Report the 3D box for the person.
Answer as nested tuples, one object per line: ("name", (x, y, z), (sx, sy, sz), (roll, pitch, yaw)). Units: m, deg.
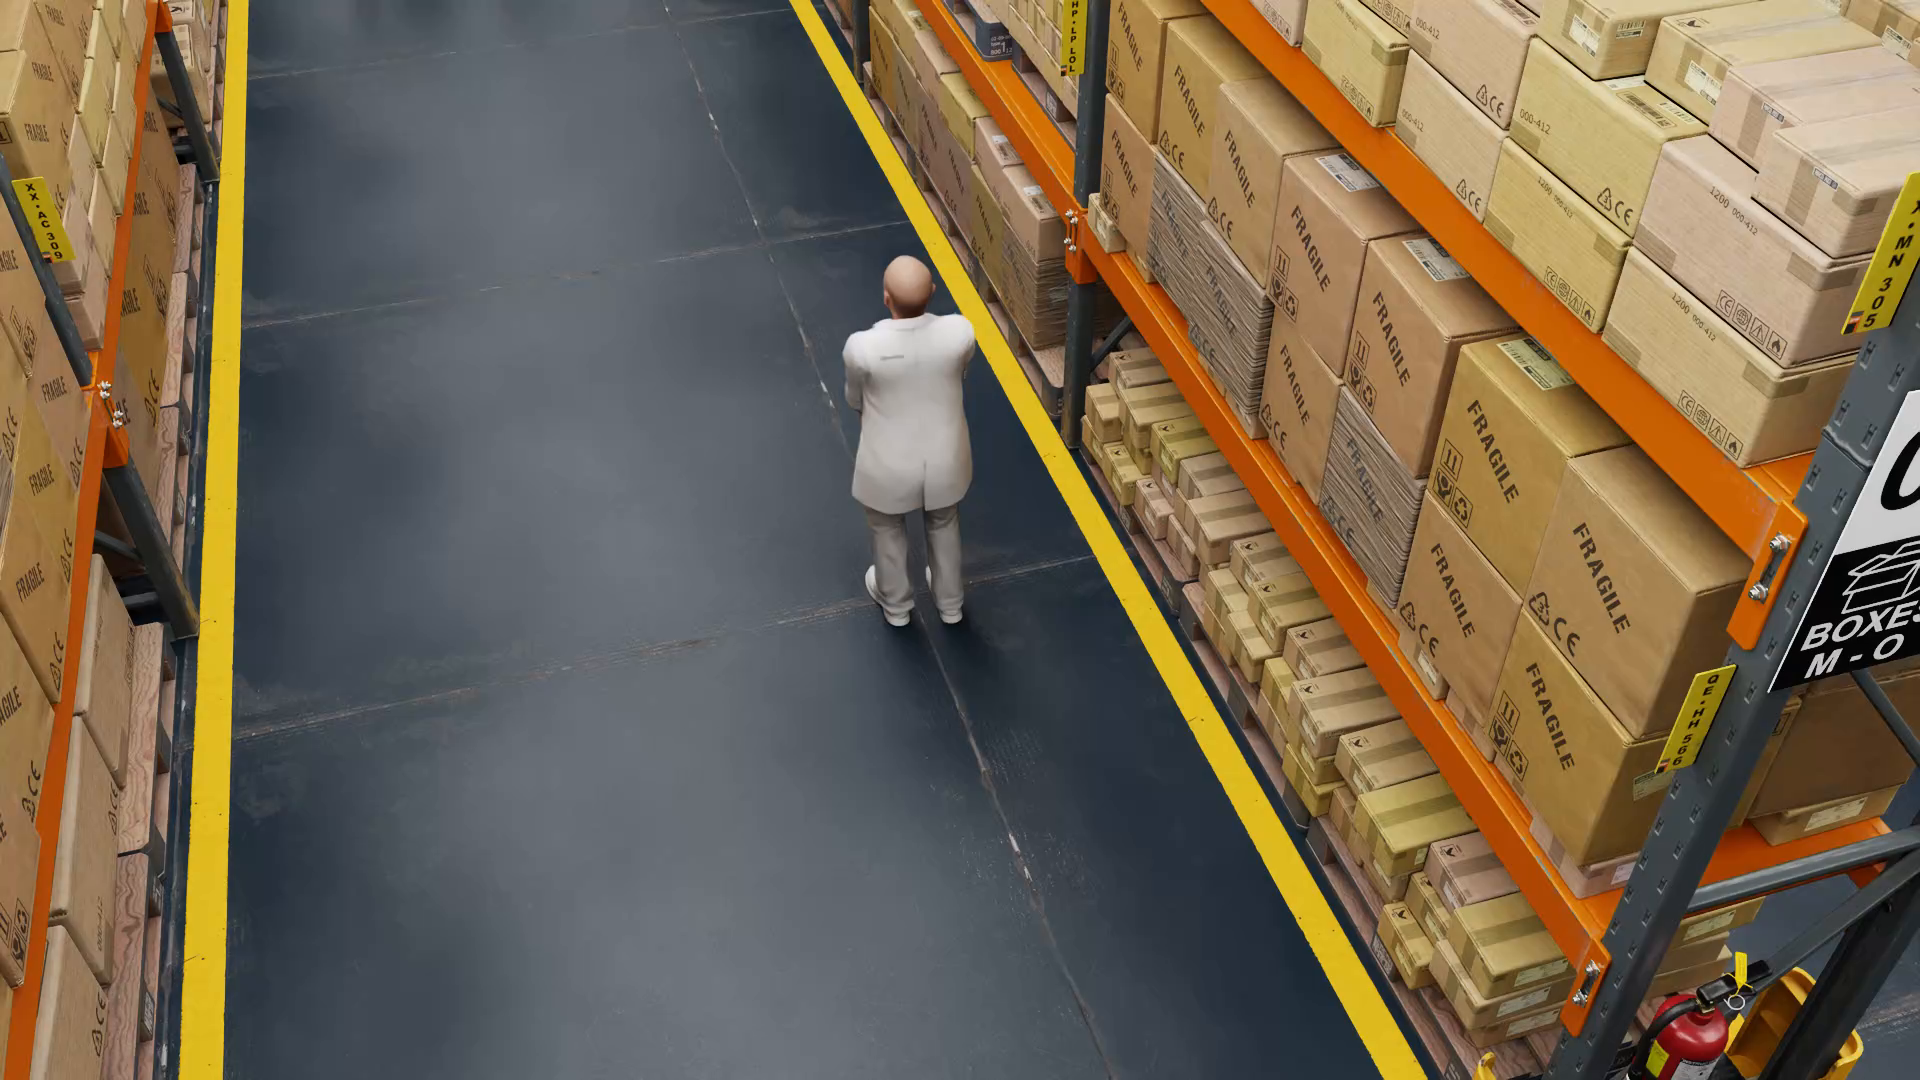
("person", (-0.223, -0.429, 6.656), (0.526, 1.777, 0.543), (-12, 43, -13))
